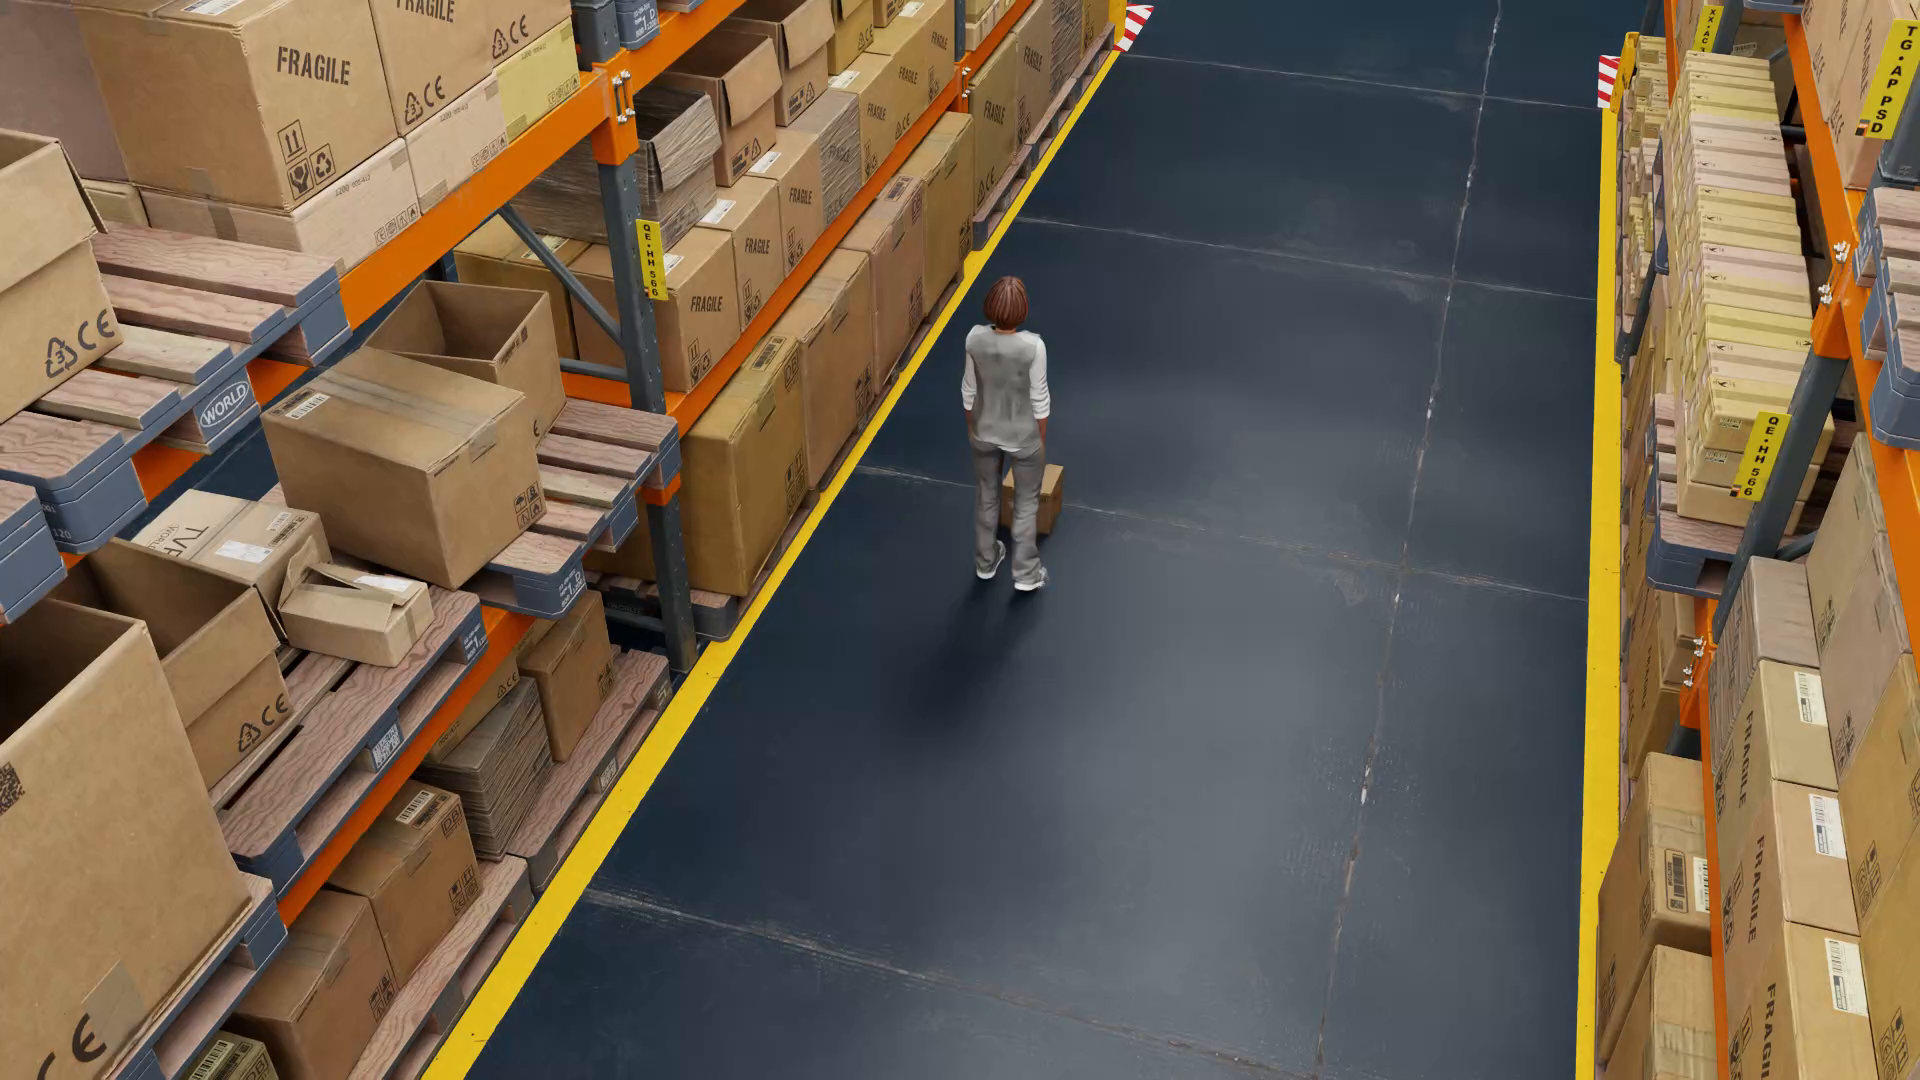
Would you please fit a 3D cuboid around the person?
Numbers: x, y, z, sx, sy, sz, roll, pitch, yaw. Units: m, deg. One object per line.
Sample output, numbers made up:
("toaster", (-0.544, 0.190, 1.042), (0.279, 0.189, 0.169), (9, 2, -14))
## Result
("person", (0.213, -0.467, 7.533), (0.425, 1.637, 0.328), (12, 39, 15))
